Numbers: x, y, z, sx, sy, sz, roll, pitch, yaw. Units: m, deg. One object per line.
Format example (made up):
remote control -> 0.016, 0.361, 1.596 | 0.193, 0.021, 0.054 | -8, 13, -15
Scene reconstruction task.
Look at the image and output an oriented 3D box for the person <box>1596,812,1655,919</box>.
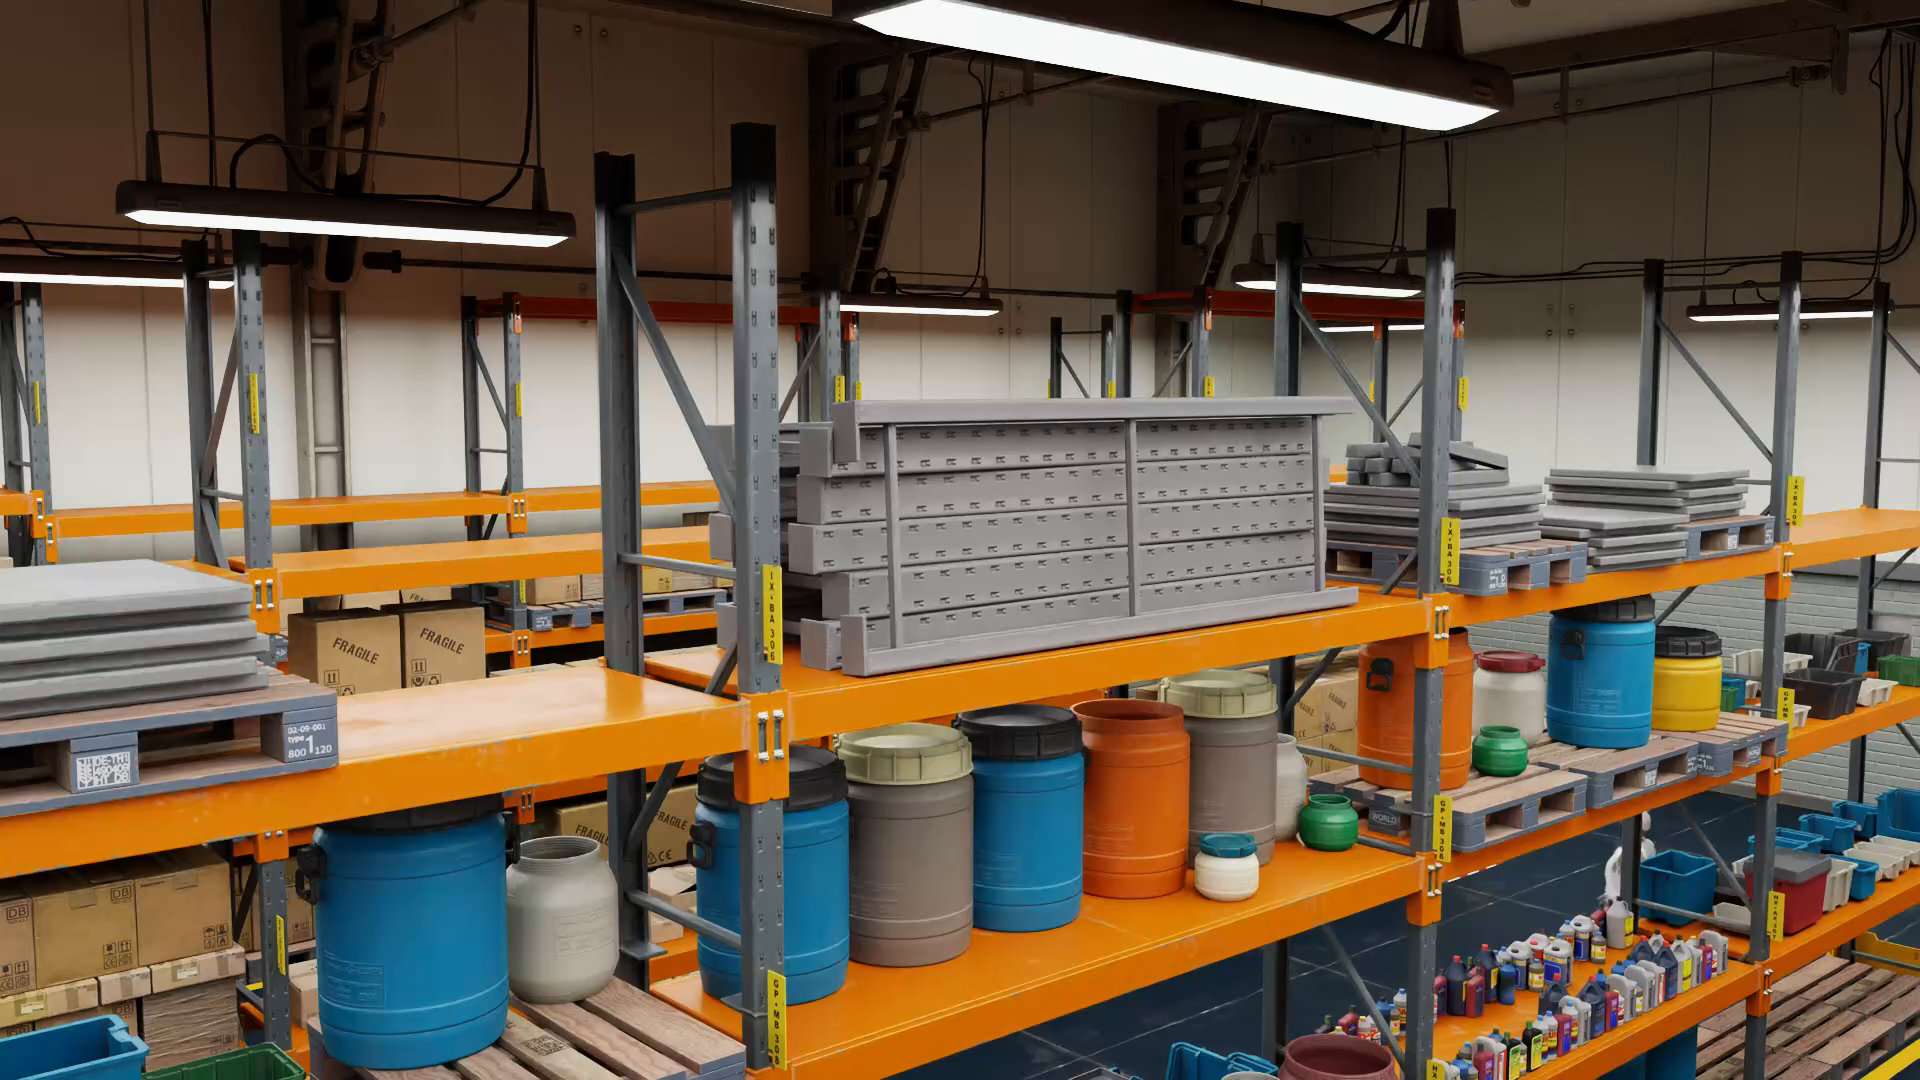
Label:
person -> 5.339, 3.011, 13.548 | 0.943, 1.747, 0.623 | 1, 5, 10
